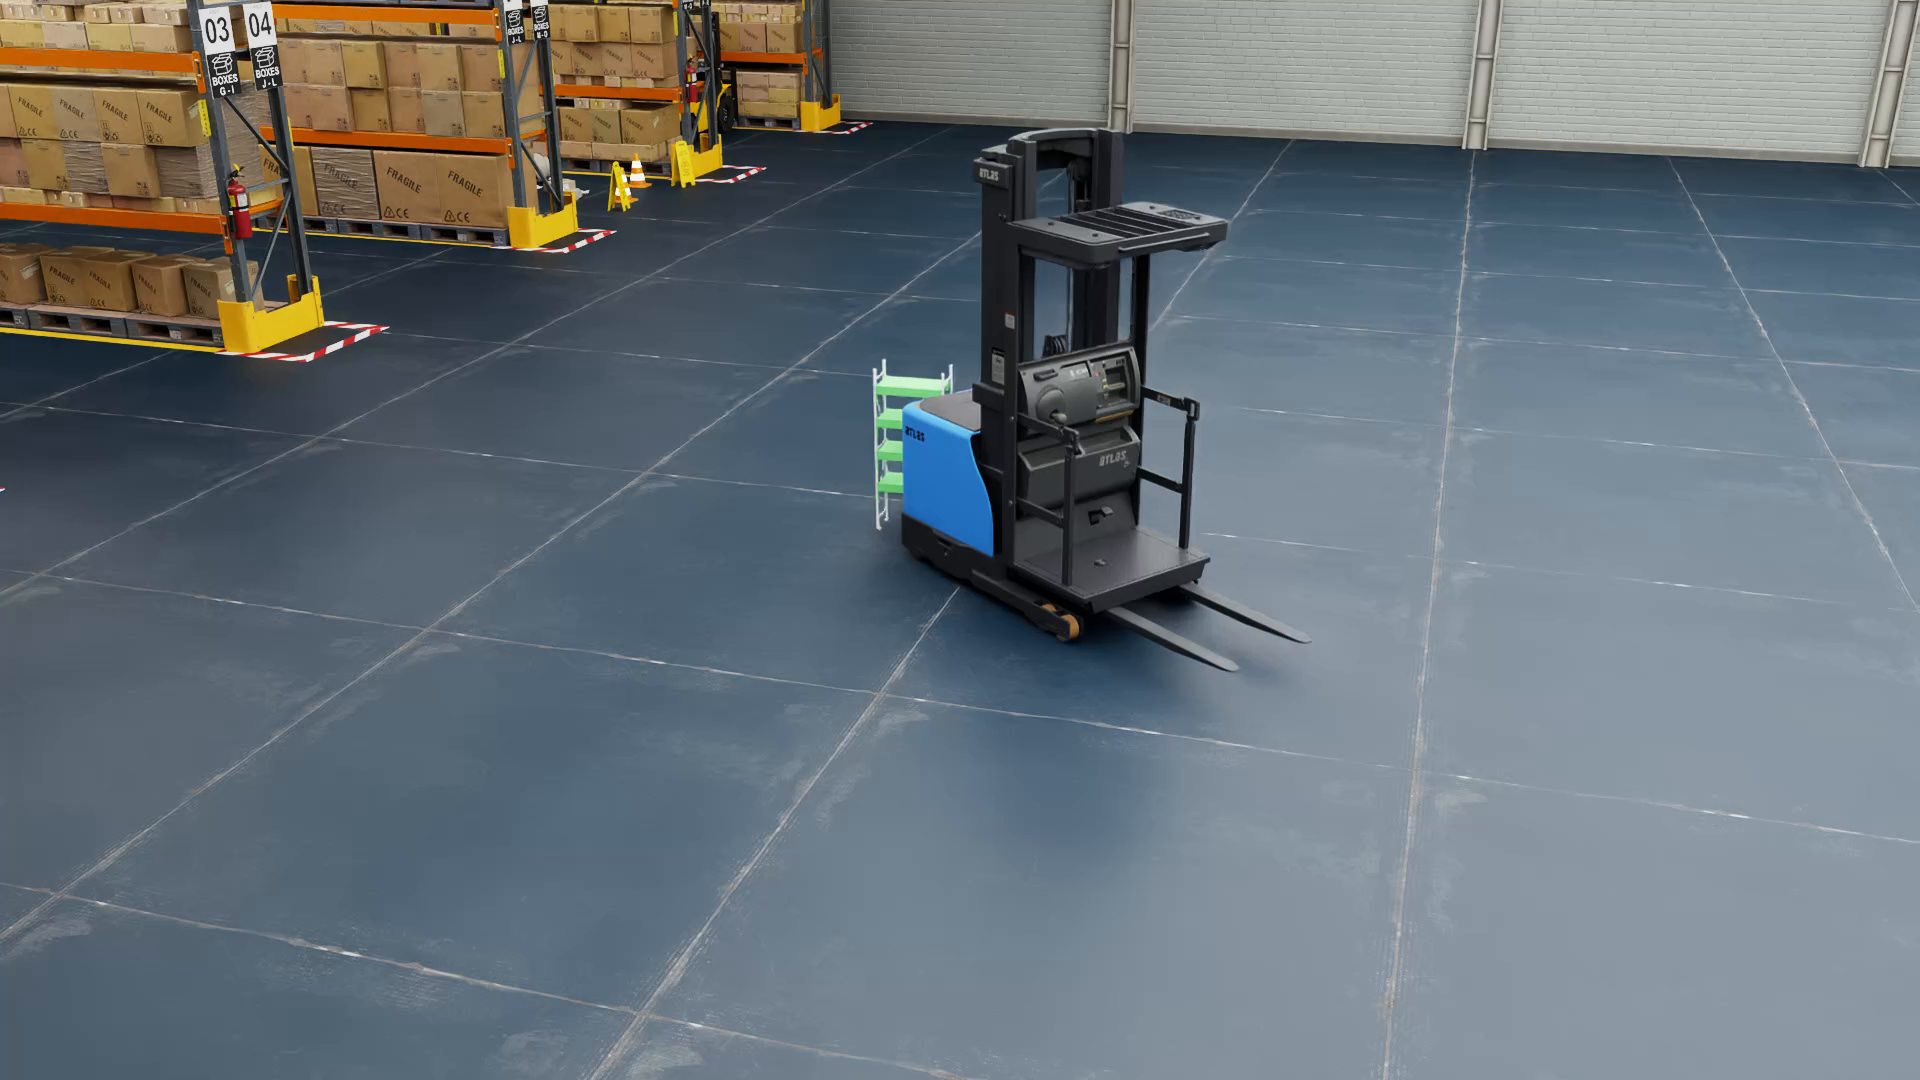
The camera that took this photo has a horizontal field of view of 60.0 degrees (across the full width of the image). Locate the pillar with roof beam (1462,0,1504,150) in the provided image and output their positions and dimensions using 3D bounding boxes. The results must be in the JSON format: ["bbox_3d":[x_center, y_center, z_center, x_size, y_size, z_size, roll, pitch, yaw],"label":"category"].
[{"bbox_3d":[7.319,-9.126,22.159,0.400,9.000,9.100,7,23,16],"label":"pillar with roof beam"}]

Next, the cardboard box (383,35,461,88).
[{"bbox_3d":[-6.678,-5.974,20.760,0.550,0.550,0.875,7,23,16],"label":"cardboard box"}]

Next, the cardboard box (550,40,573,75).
[{"bbox_3d":[-5.985,-7.340,25.189,0.500,0.500,0.500,7,23,16],"label":"cardboard box"}]

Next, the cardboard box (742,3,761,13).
[{"bbox_3d":[-3.644,-9.361,29.261,0.250,0.149,0.380,7,23,16],"label":"cardboard box"}]

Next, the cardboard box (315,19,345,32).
[{"bbox_3d":[-9.758,-7.976,26.184,0.500,0.500,0.500,6,23,13],"label":"cardboard box"}]

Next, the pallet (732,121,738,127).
[{"bbox_3d":[-4.429,-7.739,30.358,1.213,0.211,1.003,7,23,15],"label":"pallet"}]

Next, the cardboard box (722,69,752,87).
[{"bbox_3d":[-4.028,-8.253,29.690,0.500,0.250,0.500,7,23,16],"label":"cardboard box"}]

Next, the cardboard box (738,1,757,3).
[{"bbox_3d":[-3.770,-9.541,29.700,0.250,0.149,0.380,7,23,17],"label":"cardboard box"}]

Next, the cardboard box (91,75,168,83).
[{"bbox_3d":[-8.216,-4.339,16.554,0.500,0.500,0.500,7,23,16],"label":"cardboard box"}]

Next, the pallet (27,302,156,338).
[{"bbox_3d":[-8.817,-2.376,17.284,1.213,0.211,1.003,7,23,16],"label":"pallet"}]

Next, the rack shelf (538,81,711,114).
[{"bbox_3d":[-5.865,-6.908,25.607,4.000,0.370,1.077,7,23,16],"label":"rack shelf"}]

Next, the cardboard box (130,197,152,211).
[{"bbox_3d":[-7.874,-3.331,16.268,0.250,0.149,0.380,7,23,16],"label":"cardboard box"}]

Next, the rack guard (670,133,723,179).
[{"bbox_3d":[-4.023,-5.874,25.431,0.348,0.500,1.175,7,23,16],"label":"rack guard"}]

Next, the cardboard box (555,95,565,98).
[{"bbox_3d":[-7.593,-8.501,31.117,0.625,0.625,0.875,6,23,15],"label":"cardboard box"}]

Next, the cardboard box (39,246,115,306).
[{"bbox_3d":[-9.103,-2.740,17.237,0.500,0.500,0.500,4,23,11],"label":"cardboard box"}]

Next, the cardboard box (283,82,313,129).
[{"bbox_3d":[-8.223,-5.632,21.350,0.550,0.550,0.875,7,23,16],"label":"cardboard box"}]

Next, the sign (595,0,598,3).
[{"bbox_3d":[-6.497,-9.565,29.715,0.005,0.325,0.100,7,23,16],"label":"sign"}]

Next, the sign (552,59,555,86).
[{"bbox_3d":[-5.117,-5.851,20.835,0.005,0.325,0.100,7,23,16],"label":"sign"}]

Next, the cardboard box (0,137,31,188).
[{"bbox_3d":[-9.253,-3.886,16.768,0.500,0.500,0.875,7,23,16],"label":"cardboard box"}]

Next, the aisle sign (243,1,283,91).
[{"bbox_3d":[-6.667,-4.726,15.914,0.004,0.787,0.394,7,23,16],"label":"aisle sign"}]

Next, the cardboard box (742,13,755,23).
[{"bbox_3d":[-3.651,-9.208,29.278,0.250,0.149,0.380,6,23,15],"label":"cardboard box"}]

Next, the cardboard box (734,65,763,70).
[{"bbox_3d":[-3.881,-8.444,30.156,0.500,0.250,0.500,6,23,15],"label":"cardboard box"}]

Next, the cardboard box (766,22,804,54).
[{"bbox_3d":[-3.067,-8.831,29.214,0.500,0.500,0.500,6,23,14],"label":"cardboard box"}]

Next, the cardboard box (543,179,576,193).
[{"bbox_3d":[-5.788,-5.113,24.038,0.380,0.149,0.250,-20,29,-39],"label":"cardboard box"}]

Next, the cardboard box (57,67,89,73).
[{"bbox_3d":[-11.539,-6.435,22.056,0.500,0.500,0.700,6,23,15],"label":"cardboard box"}]

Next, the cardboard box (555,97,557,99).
[{"bbox_3d":[-6.648,-6.707,26.250,0.500,0.500,0.500,7,23,16],"label":"cardboard box"}]

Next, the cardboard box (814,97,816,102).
[{"bbox_3d":[-2.934,-7.873,30.080,0.500,0.250,0.500,7,23,16],"label":"cardboard box"}]

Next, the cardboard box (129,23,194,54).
[{"bbox_3d":[-7.348,-4.700,15.521,0.500,0.250,0.500,7,23,17],"label":"cardboard box"}]

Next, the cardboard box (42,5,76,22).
[{"bbox_3d":[-8.412,-4.987,15.694,0.250,0.149,0.380,5,23,13],"label":"cardboard box"}]

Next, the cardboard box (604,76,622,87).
[{"bbox_3d":[-5.139,-6.910,24.993,0.250,0.149,0.380,7,23,16],"label":"cardboard box"}]

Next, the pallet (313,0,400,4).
[{"bbox_3d":[-7.168,-6.770,20.486,1.213,0.211,1.003,7,23,16],"label":"pallet"}]

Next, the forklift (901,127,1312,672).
[{"bbox_3d":[0.885,-0.942,10.203,1.130,2.935,3.031,-16,27,-34],"label":"forklift"}]

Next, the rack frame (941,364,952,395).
[{"bbox_3d":[-0.090,-0.627,11.718,0.015,1.200,0.240,6,23,13],"label":"rack frame"}]

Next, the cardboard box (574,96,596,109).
[{"bbox_3d":[-5.655,-6.658,25.277,0.250,0.149,0.380,8,23,18],"label":"cardboard box"}]

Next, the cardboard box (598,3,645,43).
[{"bbox_3d":[-4.985,-7.703,24.756,0.500,0.500,0.700,7,23,16],"label":"cardboard box"}]

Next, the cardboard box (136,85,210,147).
[{"bbox_3d":[-7.411,-4.038,15.821,0.500,0.500,0.500,7,23,16],"label":"cardboard box"}]

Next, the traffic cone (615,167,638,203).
[{"bbox_3d":[-4.730,-4.986,23.316,0.334,0.463,0.336,7,23,16],"label":"traffic cone"}]

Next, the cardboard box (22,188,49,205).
[{"bbox_3d":[-9.084,-3.451,16.562,0.250,0.149,0.380,7,23,16],"label":"cardboard box"}]

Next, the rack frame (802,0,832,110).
[{"bbox_3d":[-2.520,-8.826,29.334,0.127,3.000,1.000,7,23,16],"label":"rack frame"}]

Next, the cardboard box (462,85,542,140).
[{"bbox_3d":[-5.652,-5.306,20.555,0.550,0.550,0.875,7,23,16],"label":"cardboard box"}]

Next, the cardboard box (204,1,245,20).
[{"bbox_3d":[-7.010,-5.038,15.820,0.250,0.149,0.380,6,23,15],"label":"cardboard box"}]

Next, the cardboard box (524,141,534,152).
[{"bbox_3d":[-6.779,-6.165,25.918,0.500,0.250,0.500,8,24,19],"label":"cardboard box"}]

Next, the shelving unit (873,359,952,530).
[{"bbox_3d":[-0.327,-0.650,11.775,0.503,1.200,0.258,6,23,13],"label":"shelving unit"}]

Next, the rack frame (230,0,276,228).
[{"bbox_3d":[-9.113,-5.651,21.594,0.127,3.000,1.000,7,23,16],"label":"rack frame"}]

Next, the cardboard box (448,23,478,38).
[{"bbox_3d":[-7.421,-7.980,25.430,0.500,0.500,0.700,6,23,15],"label":"cardboard box"}]

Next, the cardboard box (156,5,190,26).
[{"bbox_3d":[-7.169,-4.841,15.340,0.250,0.149,0.380,7,23,16],"label":"cardboard box"}]

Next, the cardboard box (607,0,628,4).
[{"bbox_3d":[-6.130,-9.606,29.856,0.250,0.149,0.380,7,23,17],"label":"cardboard box"}]

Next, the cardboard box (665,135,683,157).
[{"bbox_3d":[-4.643,-6.133,25.839,0.500,0.250,0.500,6,23,15],"label":"cardboard box"}]

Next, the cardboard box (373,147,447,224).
[{"bbox_3d":[-6.795,-4.570,21.204,0.875,0.875,0.875,6,23,15],"label":"cardboard box"}]
